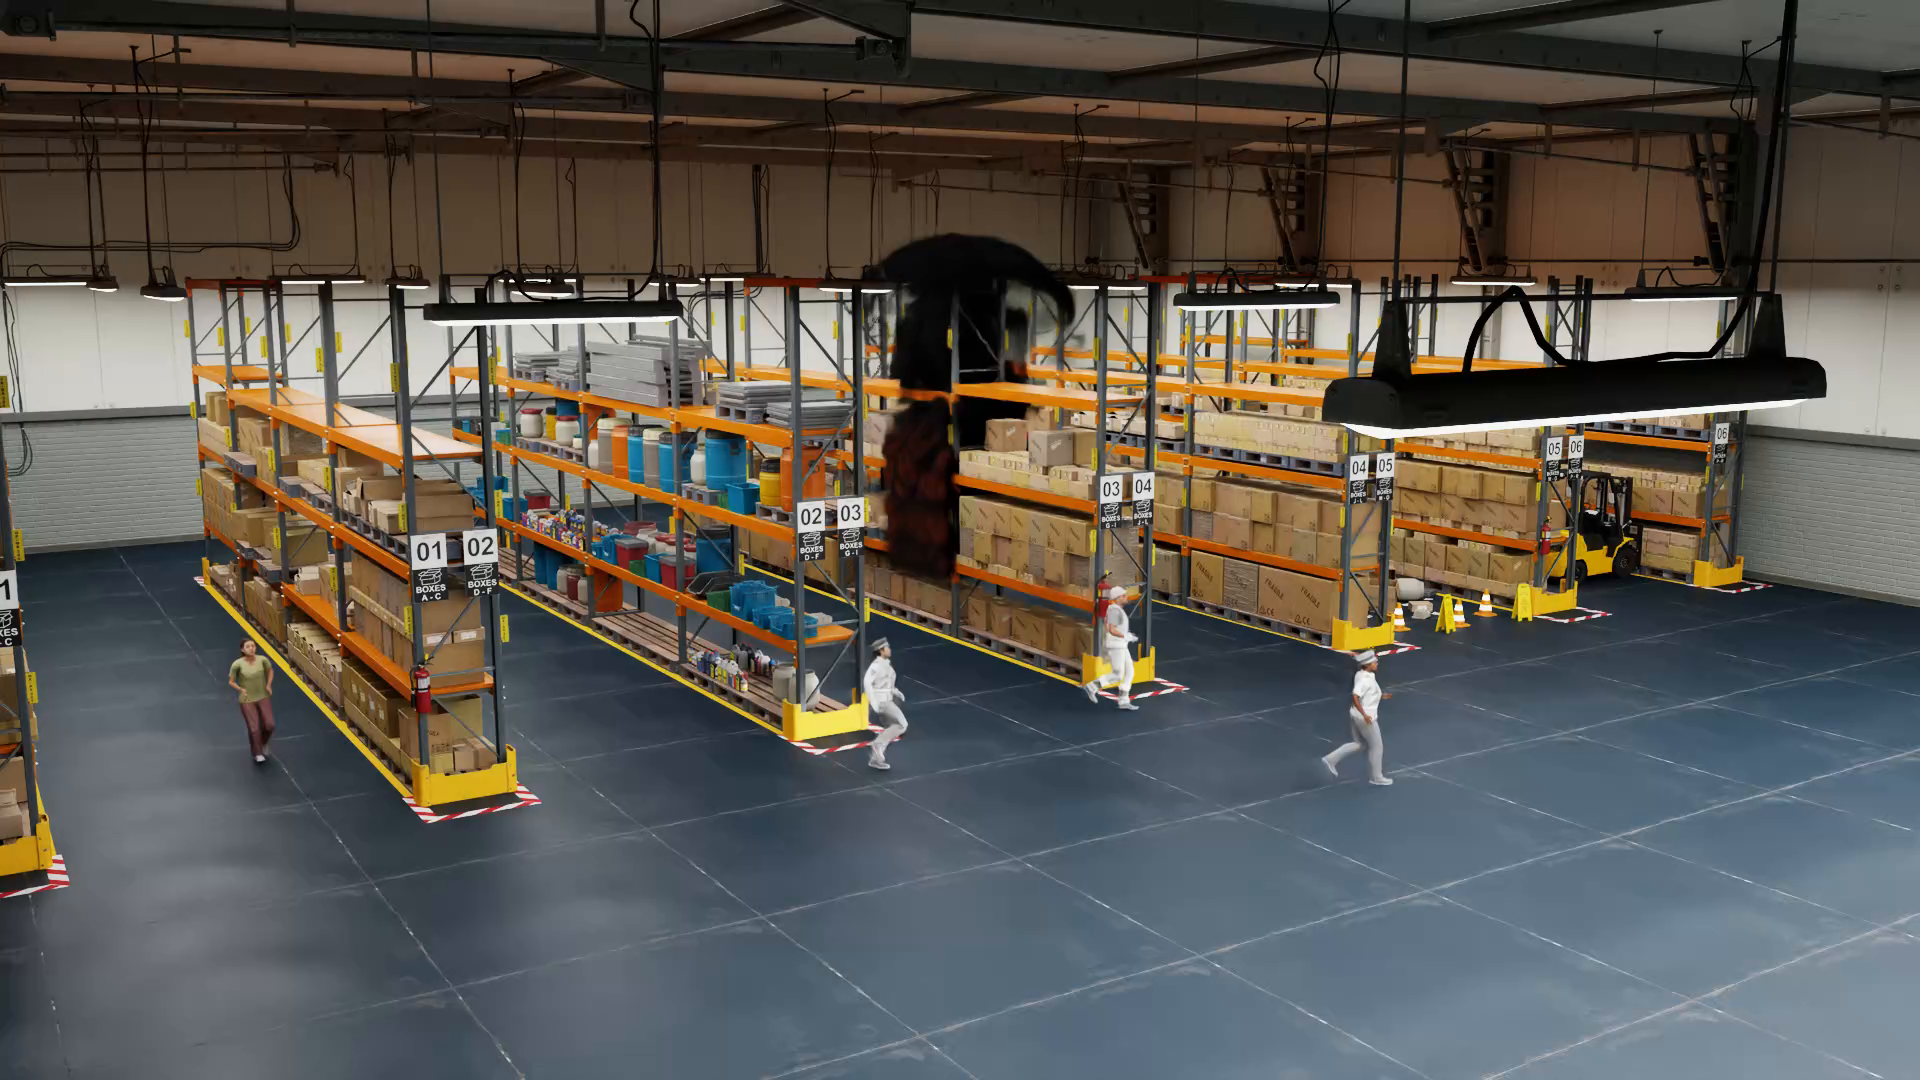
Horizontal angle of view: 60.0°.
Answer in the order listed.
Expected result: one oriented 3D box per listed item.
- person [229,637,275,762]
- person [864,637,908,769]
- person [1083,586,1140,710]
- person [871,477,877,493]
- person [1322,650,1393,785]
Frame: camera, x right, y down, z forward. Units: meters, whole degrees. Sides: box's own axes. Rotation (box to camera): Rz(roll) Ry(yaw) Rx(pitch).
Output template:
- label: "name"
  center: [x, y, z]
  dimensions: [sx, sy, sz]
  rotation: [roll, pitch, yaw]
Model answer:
- label: "person"
  center: [-8.913, 2.027, 21.019]
  dimensions: [0.556, 1.626, 0.520]
  rotation: [-6, 12, -34]
- label: "person"
  center: [-0.916, 2.033, 21.010]
  dimensions: [0.538, 1.620, 0.630]
  rotation: [1, 10, 4]
- label: "person"
  center: [2.173, 1.532, 23.671]
  dimensions: [0.802, 1.766, 0.670]
  rotation: [1, 10, 9]
- label: "person"
  center: [-2.261, -1.480, 41.979]
  dimensions: [0.814, 1.584, 0.553]
  rotation: [-1, 10, -5]
- label: "person"
  center: [4.856, 2.146, 20.116]
  dimensions: [0.846, 1.674, 0.578]
  rotation: [0, 10, 0]
